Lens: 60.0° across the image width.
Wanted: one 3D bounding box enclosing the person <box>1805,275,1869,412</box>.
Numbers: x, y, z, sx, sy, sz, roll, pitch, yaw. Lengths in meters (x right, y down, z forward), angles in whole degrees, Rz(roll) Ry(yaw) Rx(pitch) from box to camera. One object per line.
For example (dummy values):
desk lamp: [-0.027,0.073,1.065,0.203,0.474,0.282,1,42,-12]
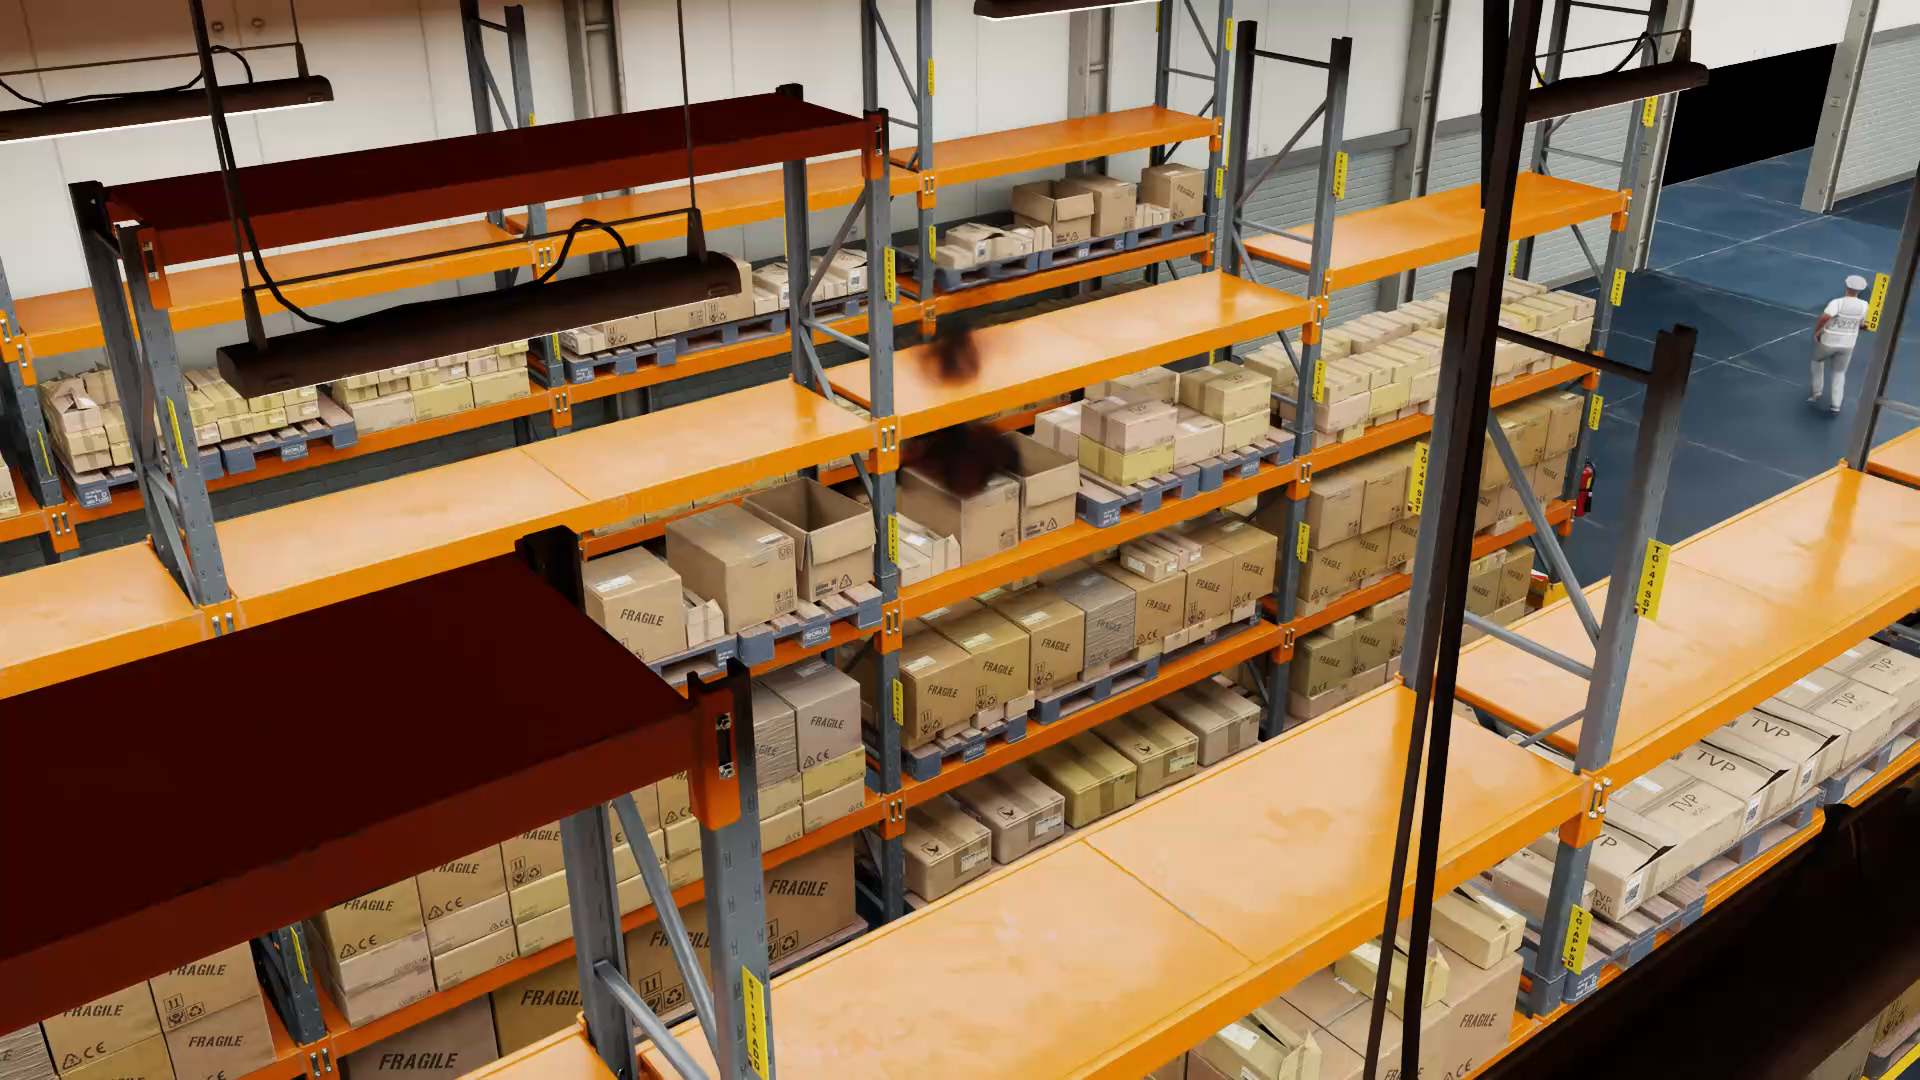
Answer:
person: [11.195,-2.491,21.252,0.670,1.830,0.773,7,27,13]
